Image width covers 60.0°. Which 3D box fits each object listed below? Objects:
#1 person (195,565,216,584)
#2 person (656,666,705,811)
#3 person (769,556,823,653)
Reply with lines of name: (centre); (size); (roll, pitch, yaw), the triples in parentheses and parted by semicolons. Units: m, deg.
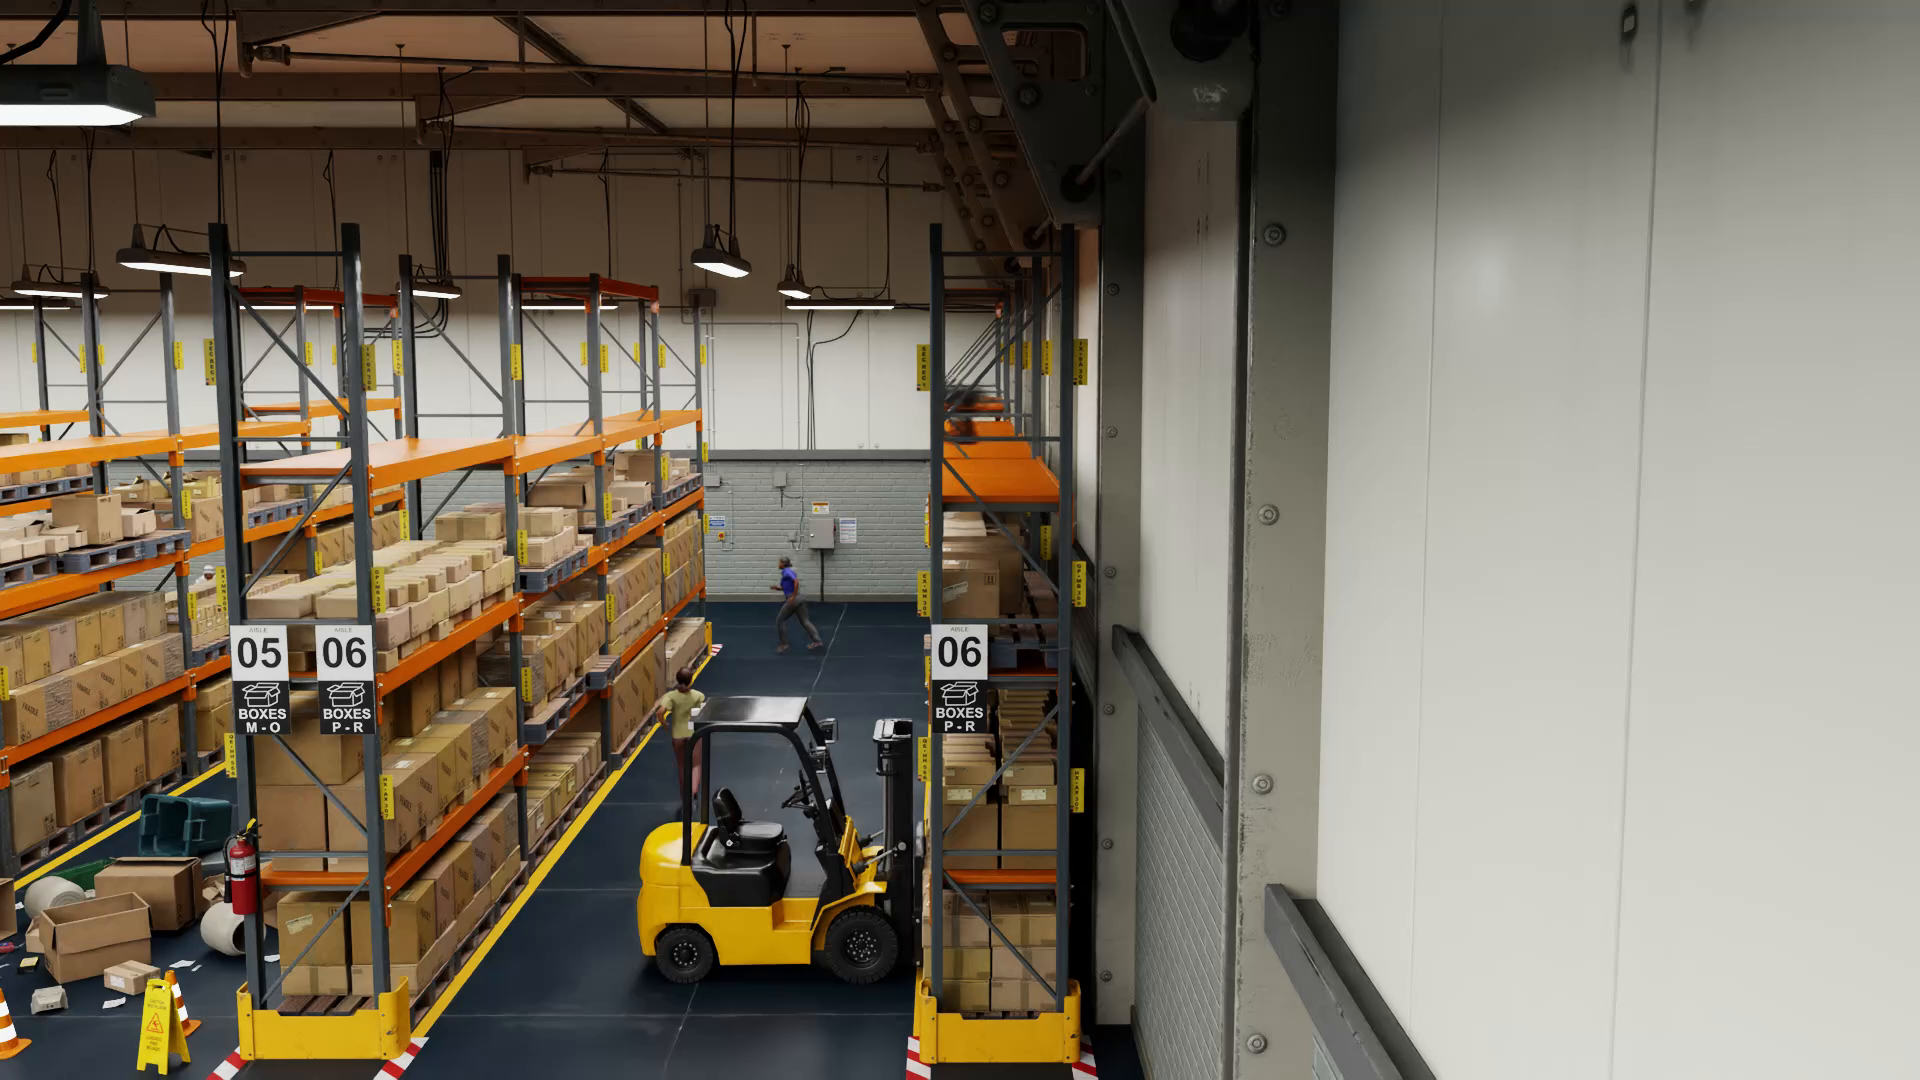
person: (-12.382, 1.177, 27.667); (0.627, 1.629, 1.004); (-2, 7, -14)
person: (-3.033, 2.200, 18.386); (0.596, 1.642, 0.903); (0, 7, -2)
person: (-2.797, 1.092, 28.119); (0.957, 1.636, 0.577); (2, 7, 18)
